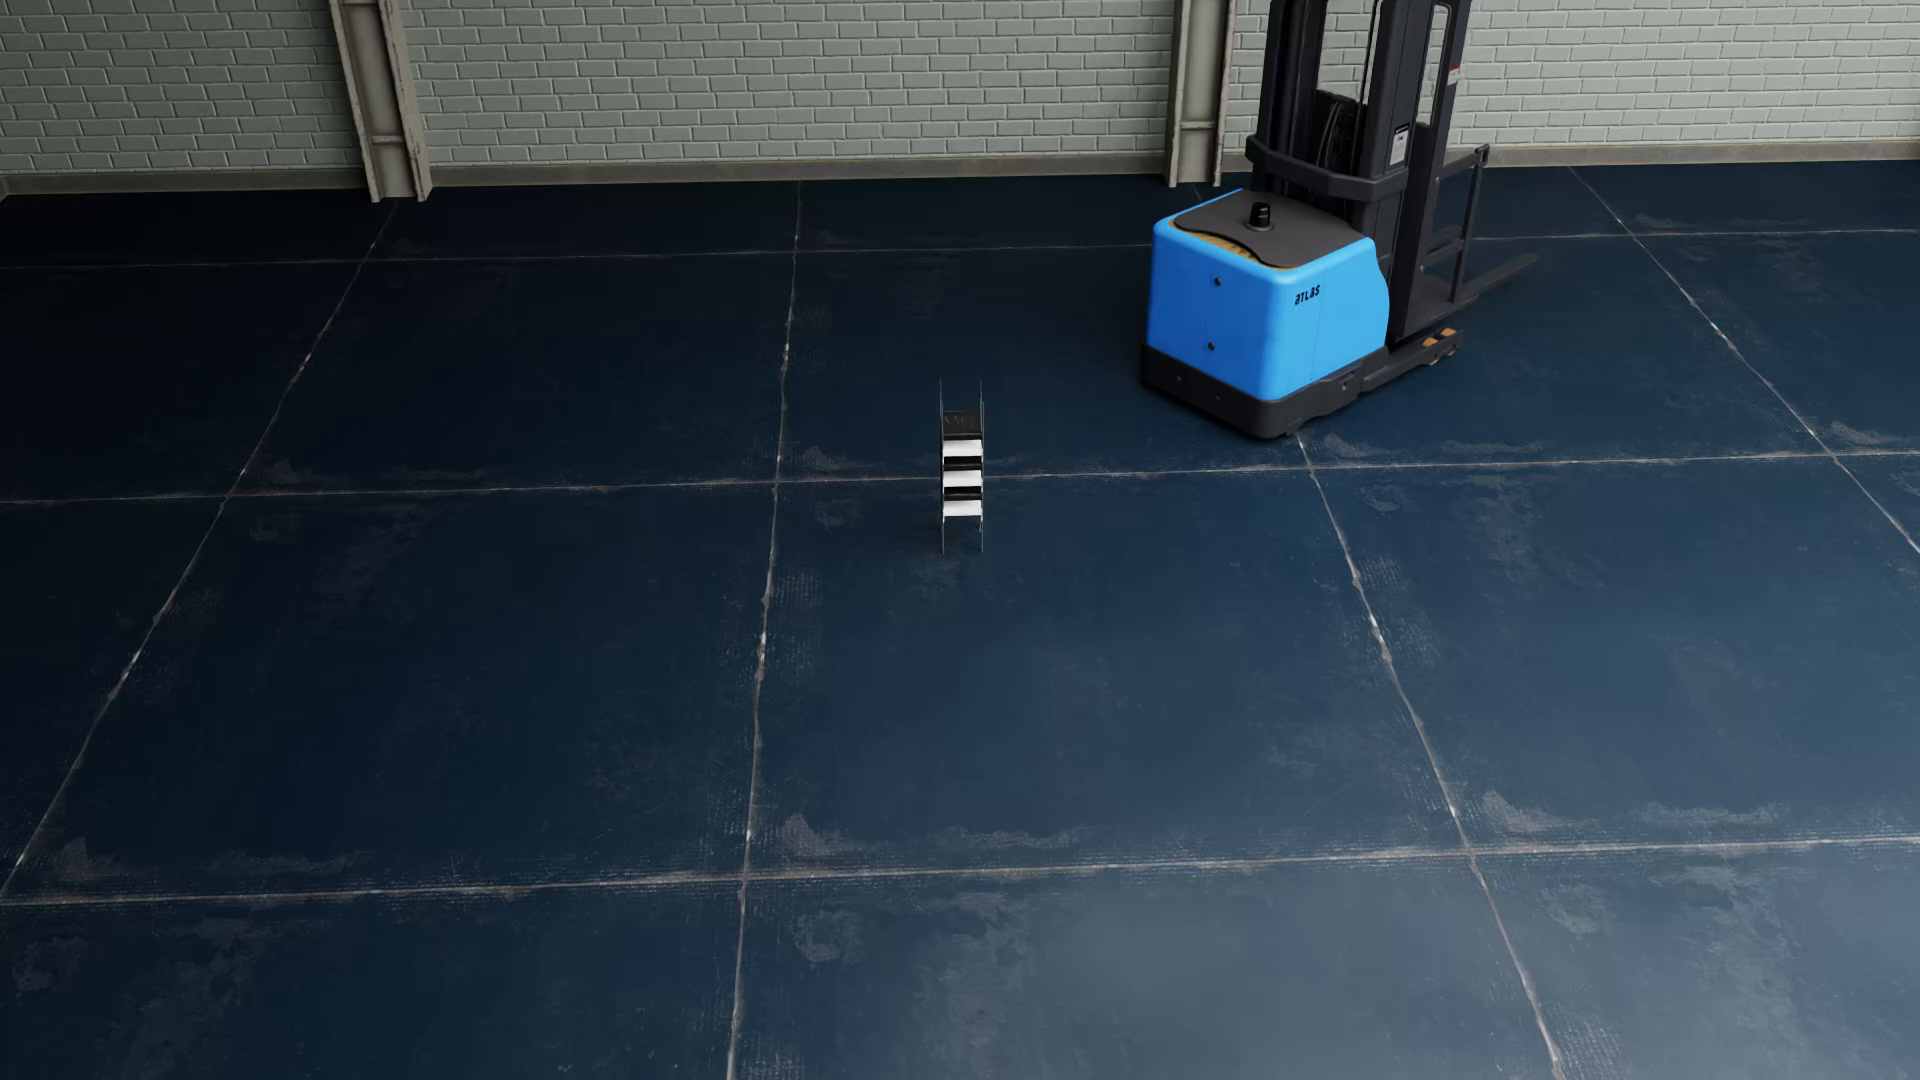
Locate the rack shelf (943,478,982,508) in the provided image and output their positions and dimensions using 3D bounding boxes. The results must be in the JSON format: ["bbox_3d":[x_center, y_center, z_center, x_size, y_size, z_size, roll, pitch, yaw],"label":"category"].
[{"bbox_3d":[0.008,-0.269,8.601,0.200,0.077,0.258,-2,35,-2],"label":"rack shelf"}]

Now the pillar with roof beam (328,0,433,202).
[{"bbox_3d":[-4.010,-3.873,6.475,0.400,9.000,9.100,-2,35,-2],"label":"pillar with roof beam"}]

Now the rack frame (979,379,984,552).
[{"bbox_3d":[0.110,-0.373,8.534,0.006,0.900,0.240,-2,35,-2],"label":"rack frame"}]

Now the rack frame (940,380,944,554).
[{"bbox_3d":[-0.093,-0.367,8.526,0.006,0.900,0.240,-2,35,-2],"label":"rack frame"}]

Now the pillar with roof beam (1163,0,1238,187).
[{"bbox_3d":[1.983,-4.035,6.709,0.400,9.000,9.100,-2,35,-2],"label":"pillar with roof beam"}]

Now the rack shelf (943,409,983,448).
[{"bbox_3d":[0.008,-0.565,8.396,0.200,0.077,0.258,-2,35,-2],"label":"rack shelf"}]

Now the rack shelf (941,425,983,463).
[{"bbox_3d":[0.008,-0.491,8.447,0.200,0.077,0.258,-2,35,-2],"label":"rack shelf"}]

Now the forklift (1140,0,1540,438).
[{"bbox_3d":[2.530,-2.495,9.816,3.031,2.935,1.130,-27,43,-33],"label":"forklift"}]

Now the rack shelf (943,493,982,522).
[{"bbox_3d":[0.008,-0.195,8.652,0.200,0.077,0.258,-2,35,-2],"label":"rack shelf"}]

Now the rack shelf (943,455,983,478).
[{"bbox_3d":[0.008,-0.417,8.498,0.200,0.077,0.258,-2,35,-2],"label":"rack shelf"}]

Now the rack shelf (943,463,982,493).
[{"bbox_3d":[0.008,-0.343,8.549,0.200,0.077,0.258,-2,35,-2],"label":"rack shelf"}]

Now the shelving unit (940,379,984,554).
[{"bbox_3d":[0.008,-0.370,8.530,0.210,0.900,0.258,-2,35,-2],"label":"shelving unit"}]
